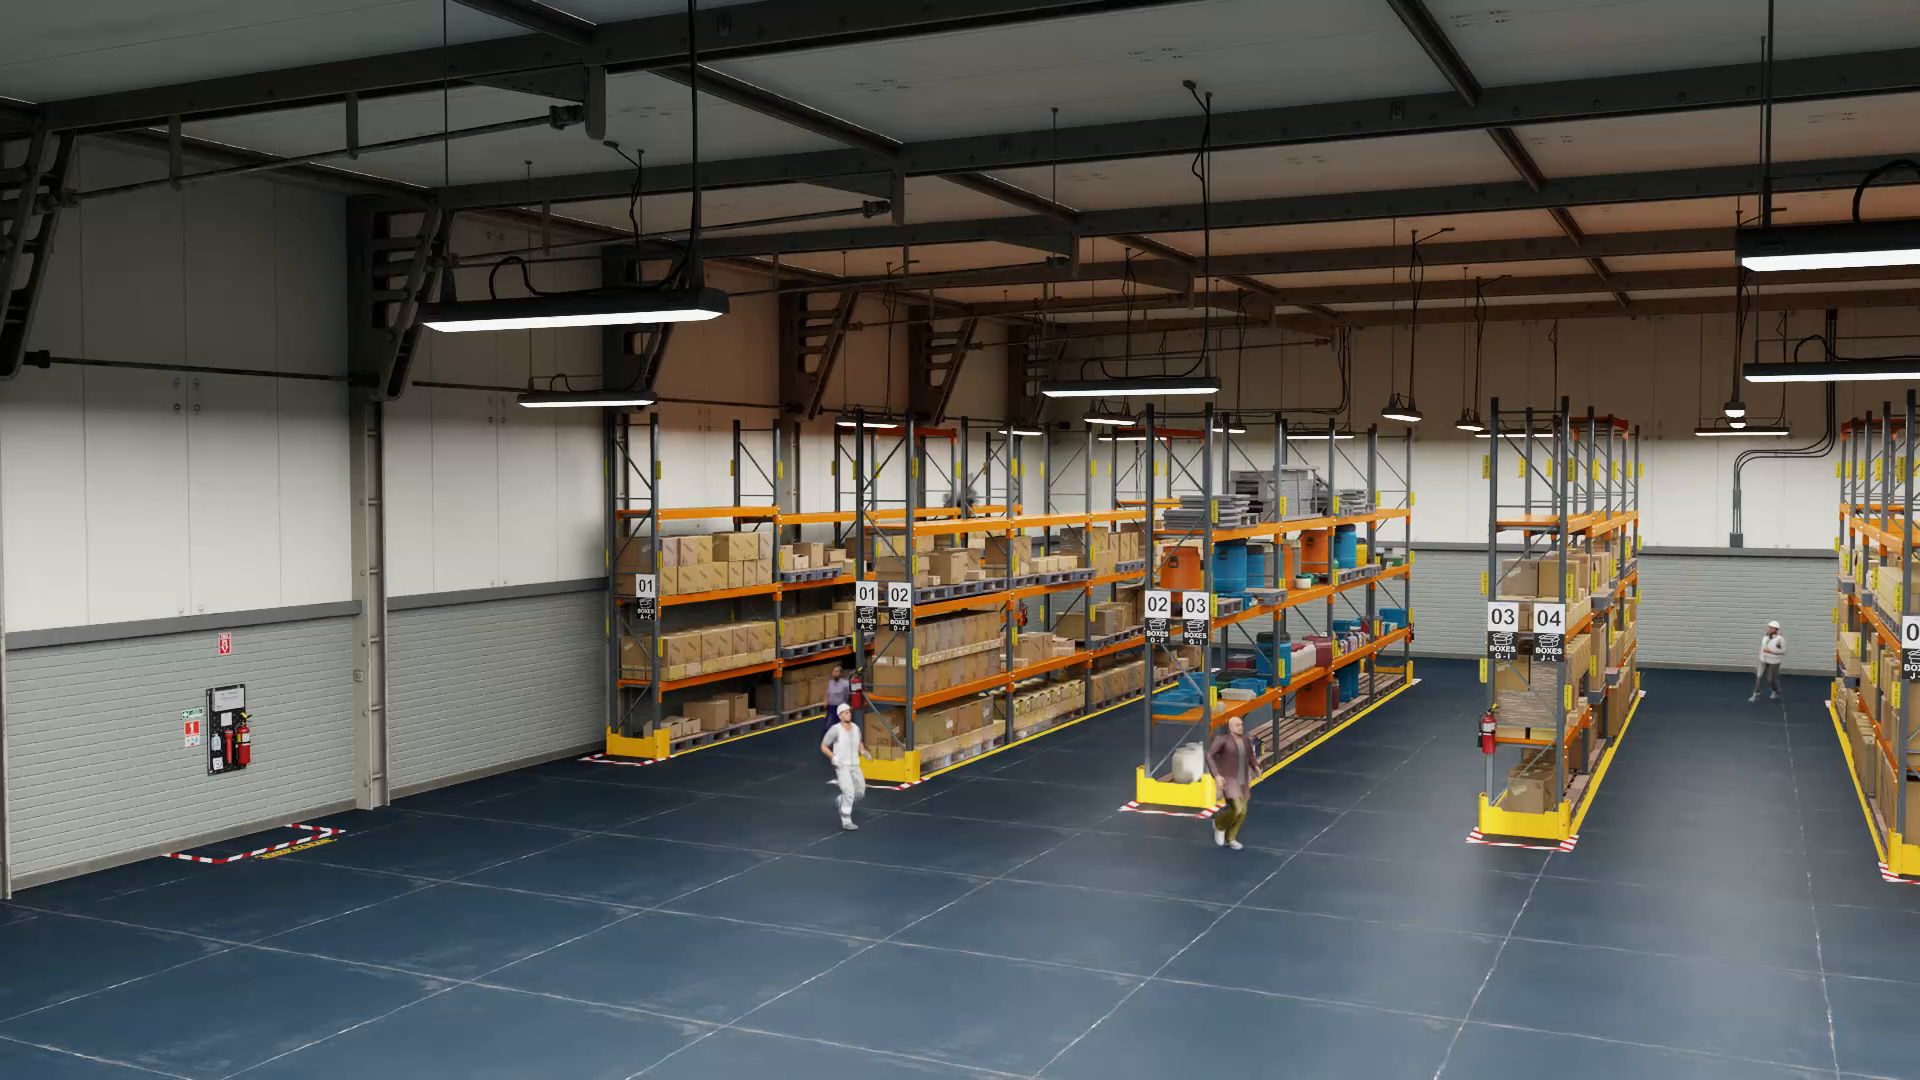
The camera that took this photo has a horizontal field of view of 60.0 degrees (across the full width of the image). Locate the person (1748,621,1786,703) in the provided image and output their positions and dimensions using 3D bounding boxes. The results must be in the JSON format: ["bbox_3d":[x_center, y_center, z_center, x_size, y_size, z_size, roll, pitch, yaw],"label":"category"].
[{"bbox_3d":[17.492,2.622,35.793,0.914,1.760,0.673,-1,3,-30],"label":"person"}]

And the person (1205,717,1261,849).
[{"bbox_3d":[3.650,3.205,21.961,0.722,1.747,0.628,-2,3,-33],"label":"person"}]

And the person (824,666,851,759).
[{"bbox_3d":[-2.102,3.000,29.041,0.625,1.595,0.617,1,3,25],"label":"person"}]

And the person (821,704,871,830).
[{"bbox_3d":[-1.621,3.155,23.271,0.696,1.740,0.645,-2,3,-40],"label":"person"}]
